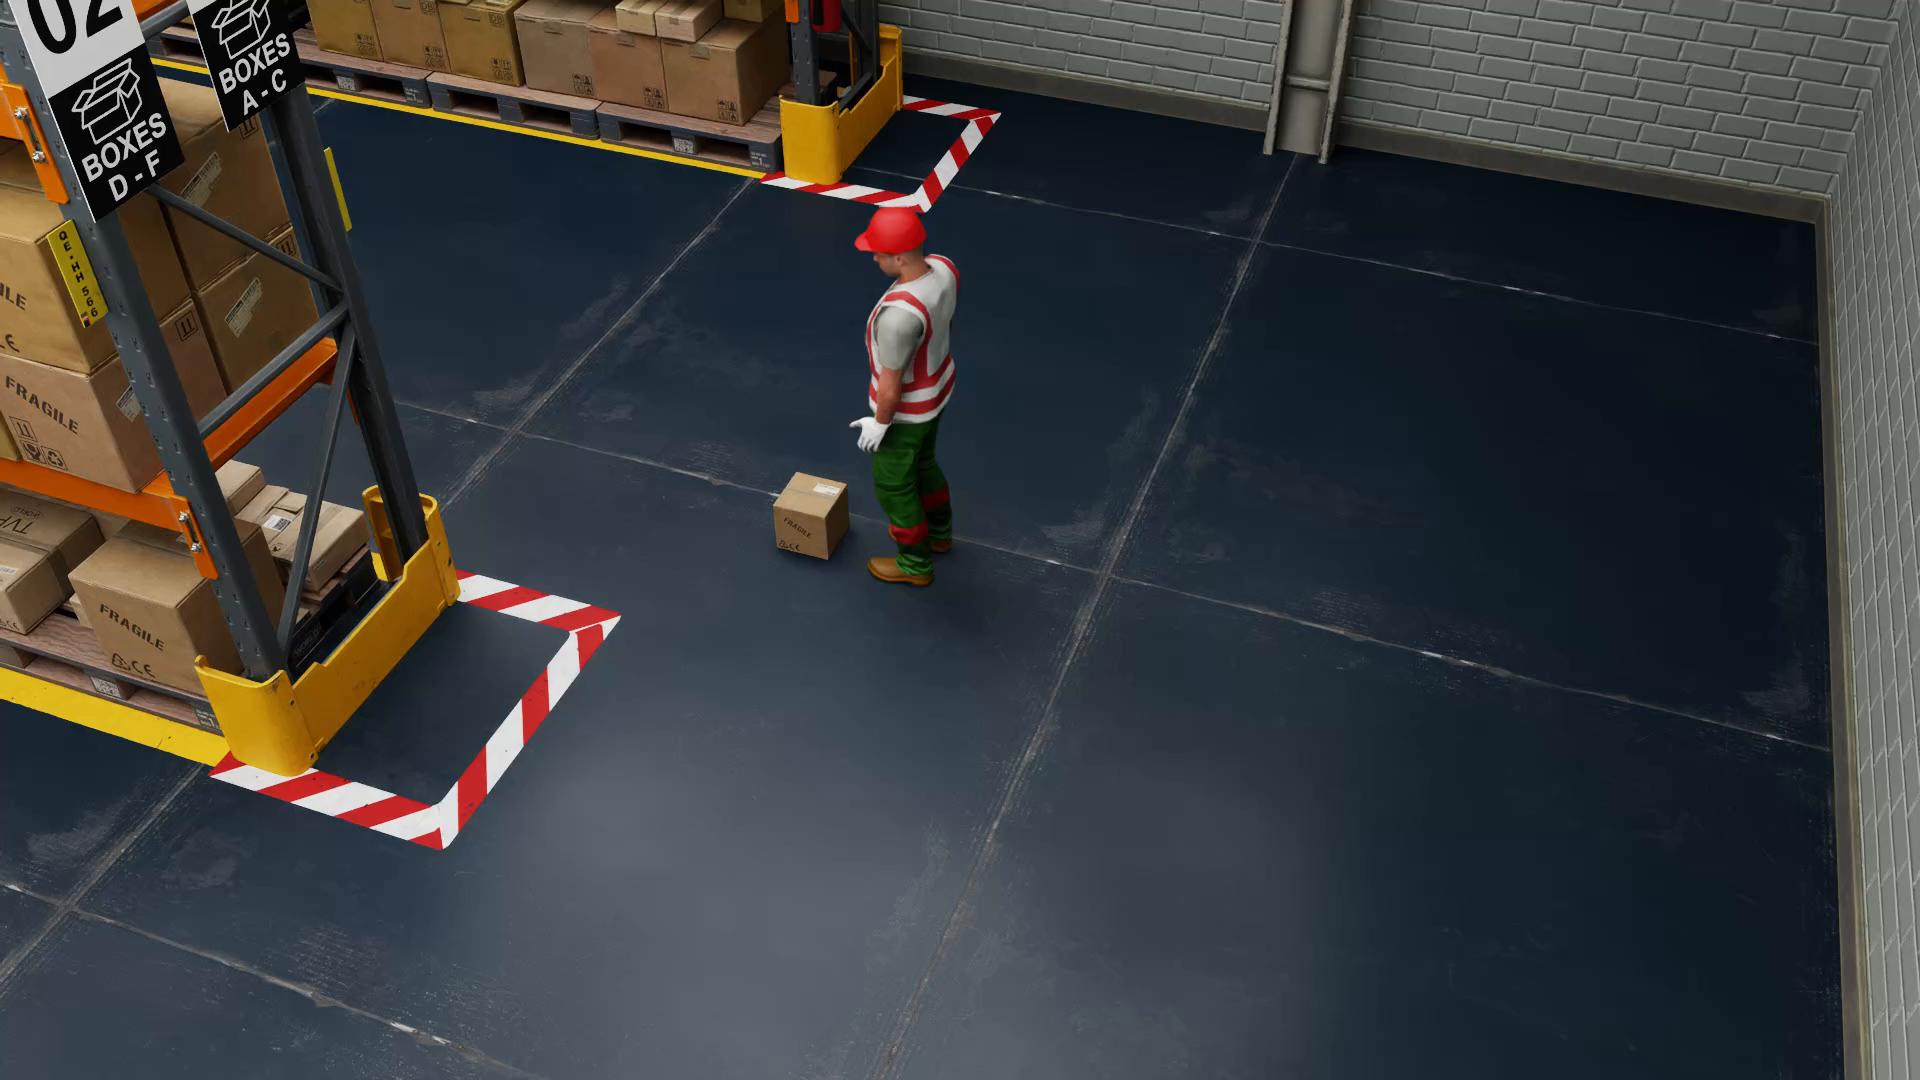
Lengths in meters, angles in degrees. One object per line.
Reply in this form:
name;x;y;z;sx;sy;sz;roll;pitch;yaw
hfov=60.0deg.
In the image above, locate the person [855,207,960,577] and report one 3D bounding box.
person;-0.218;-0.590;6.780;0.364;1.715;0.529;14;43;16
